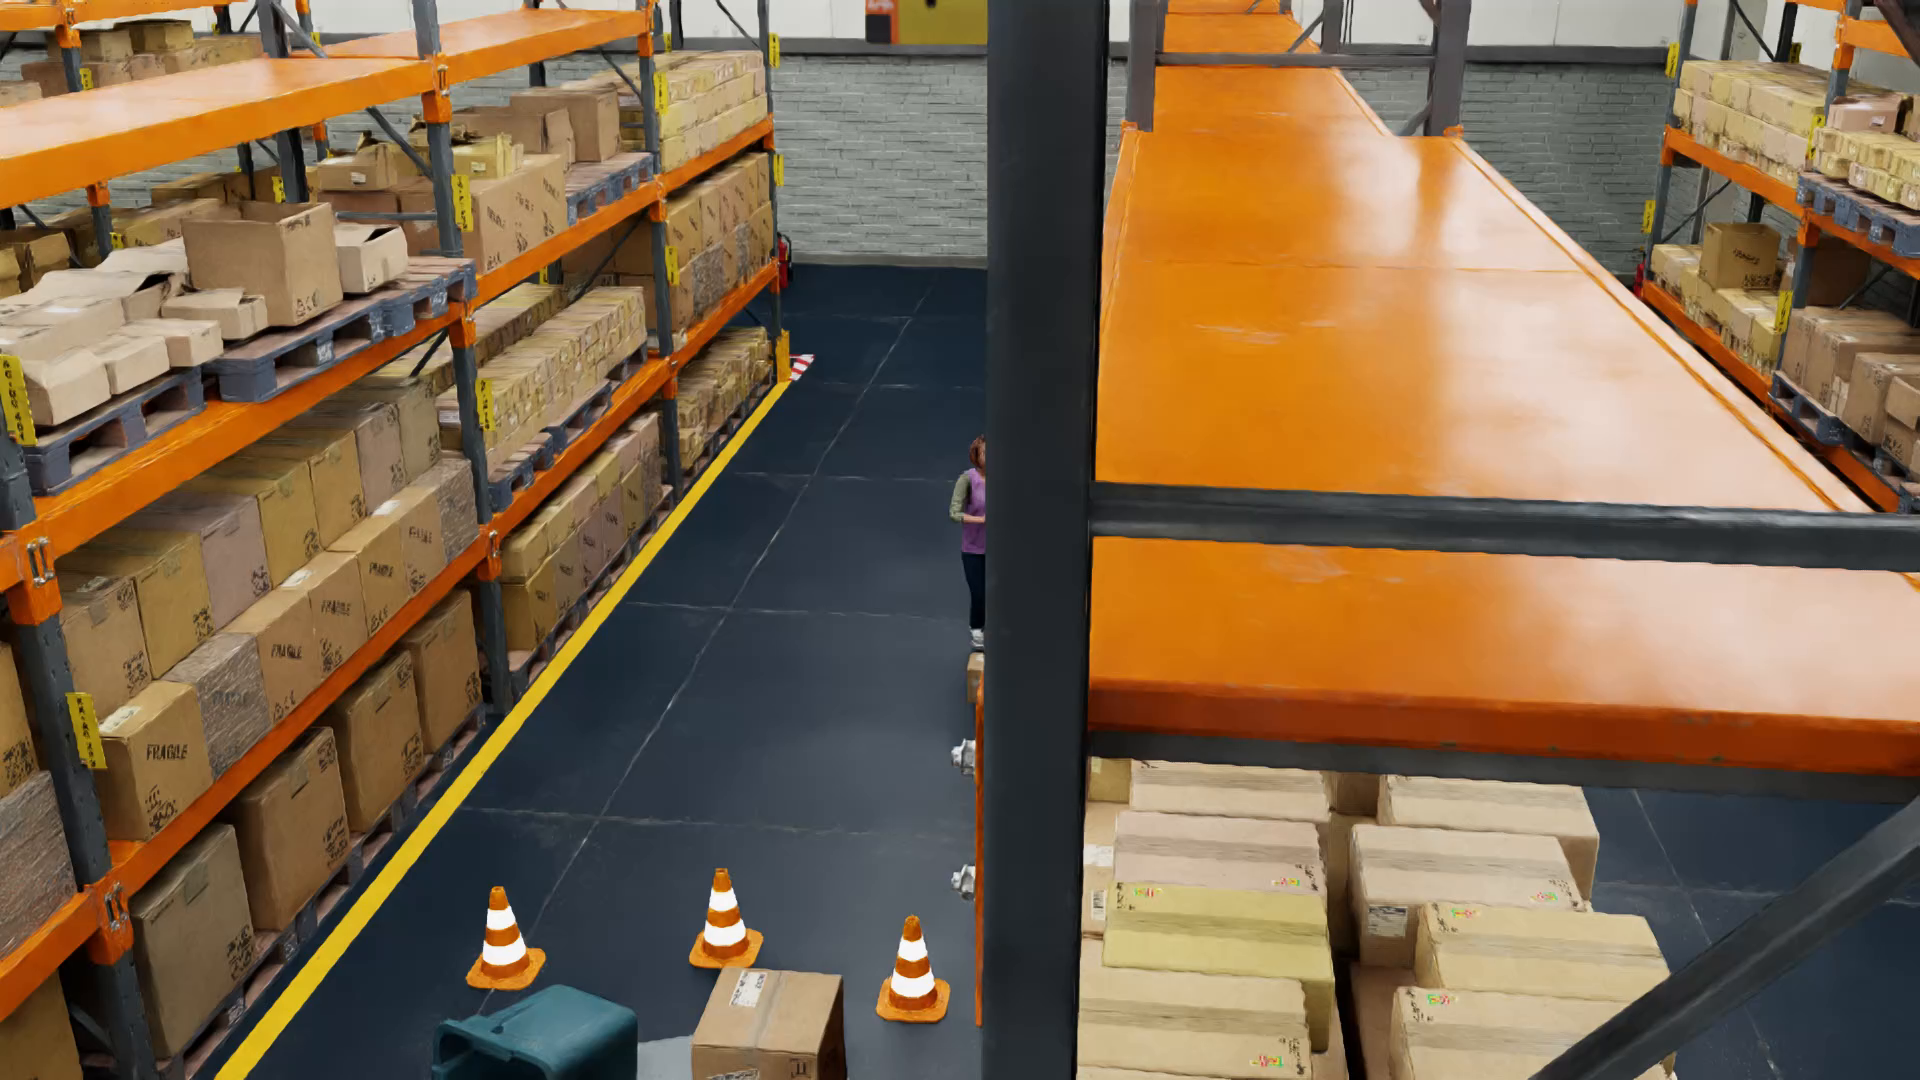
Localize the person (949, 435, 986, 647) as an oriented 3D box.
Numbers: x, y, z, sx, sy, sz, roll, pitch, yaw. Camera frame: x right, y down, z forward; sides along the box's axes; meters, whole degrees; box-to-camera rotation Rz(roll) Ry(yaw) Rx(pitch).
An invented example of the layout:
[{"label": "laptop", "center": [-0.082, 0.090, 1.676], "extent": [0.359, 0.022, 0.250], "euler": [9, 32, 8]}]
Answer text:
[{"label": "person", "center": [0.191, 0.097, 11.228], "extent": [0.515, 1.577, 0.736], "euler": [-6, 22, -14]}]
